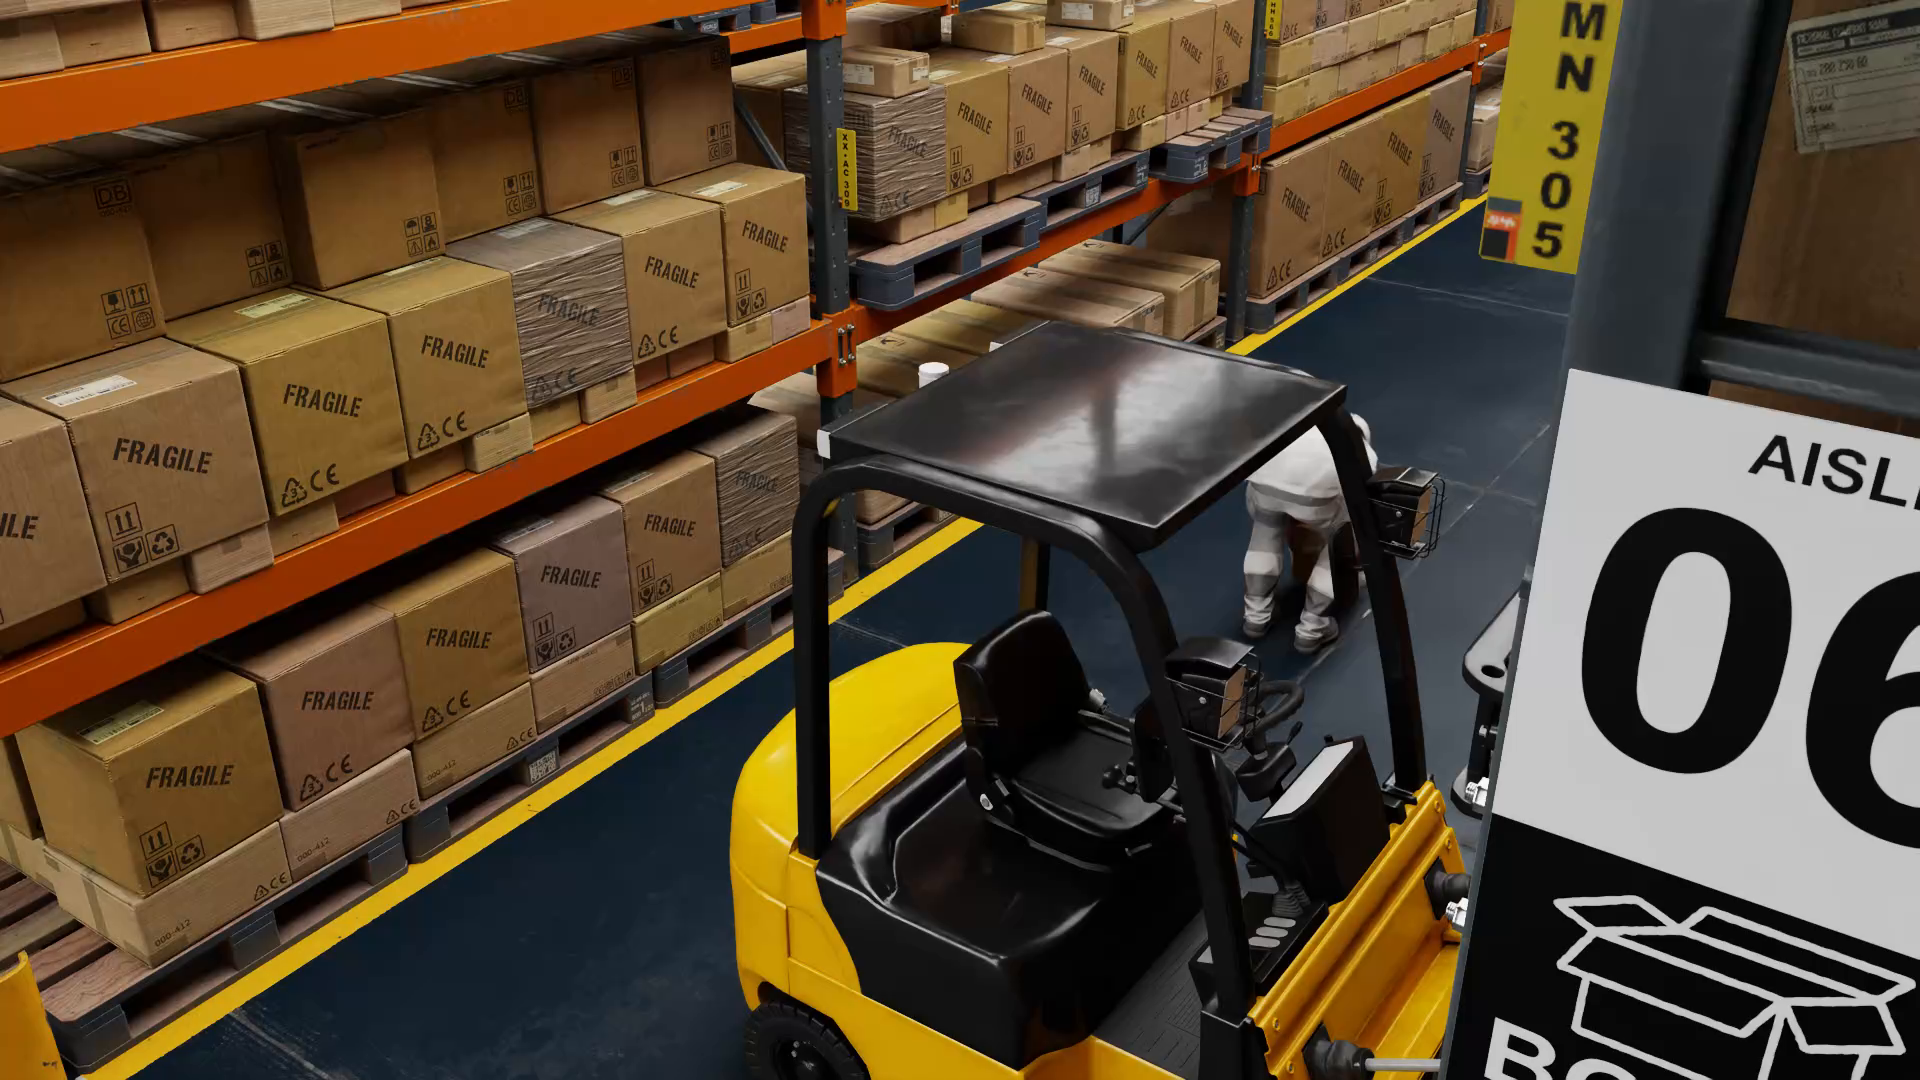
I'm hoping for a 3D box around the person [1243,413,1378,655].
[{"bbox_3d":[1.528,-0.115,7.177,0.527,1.011,0.952,16,31,28],"label":"person"}]
